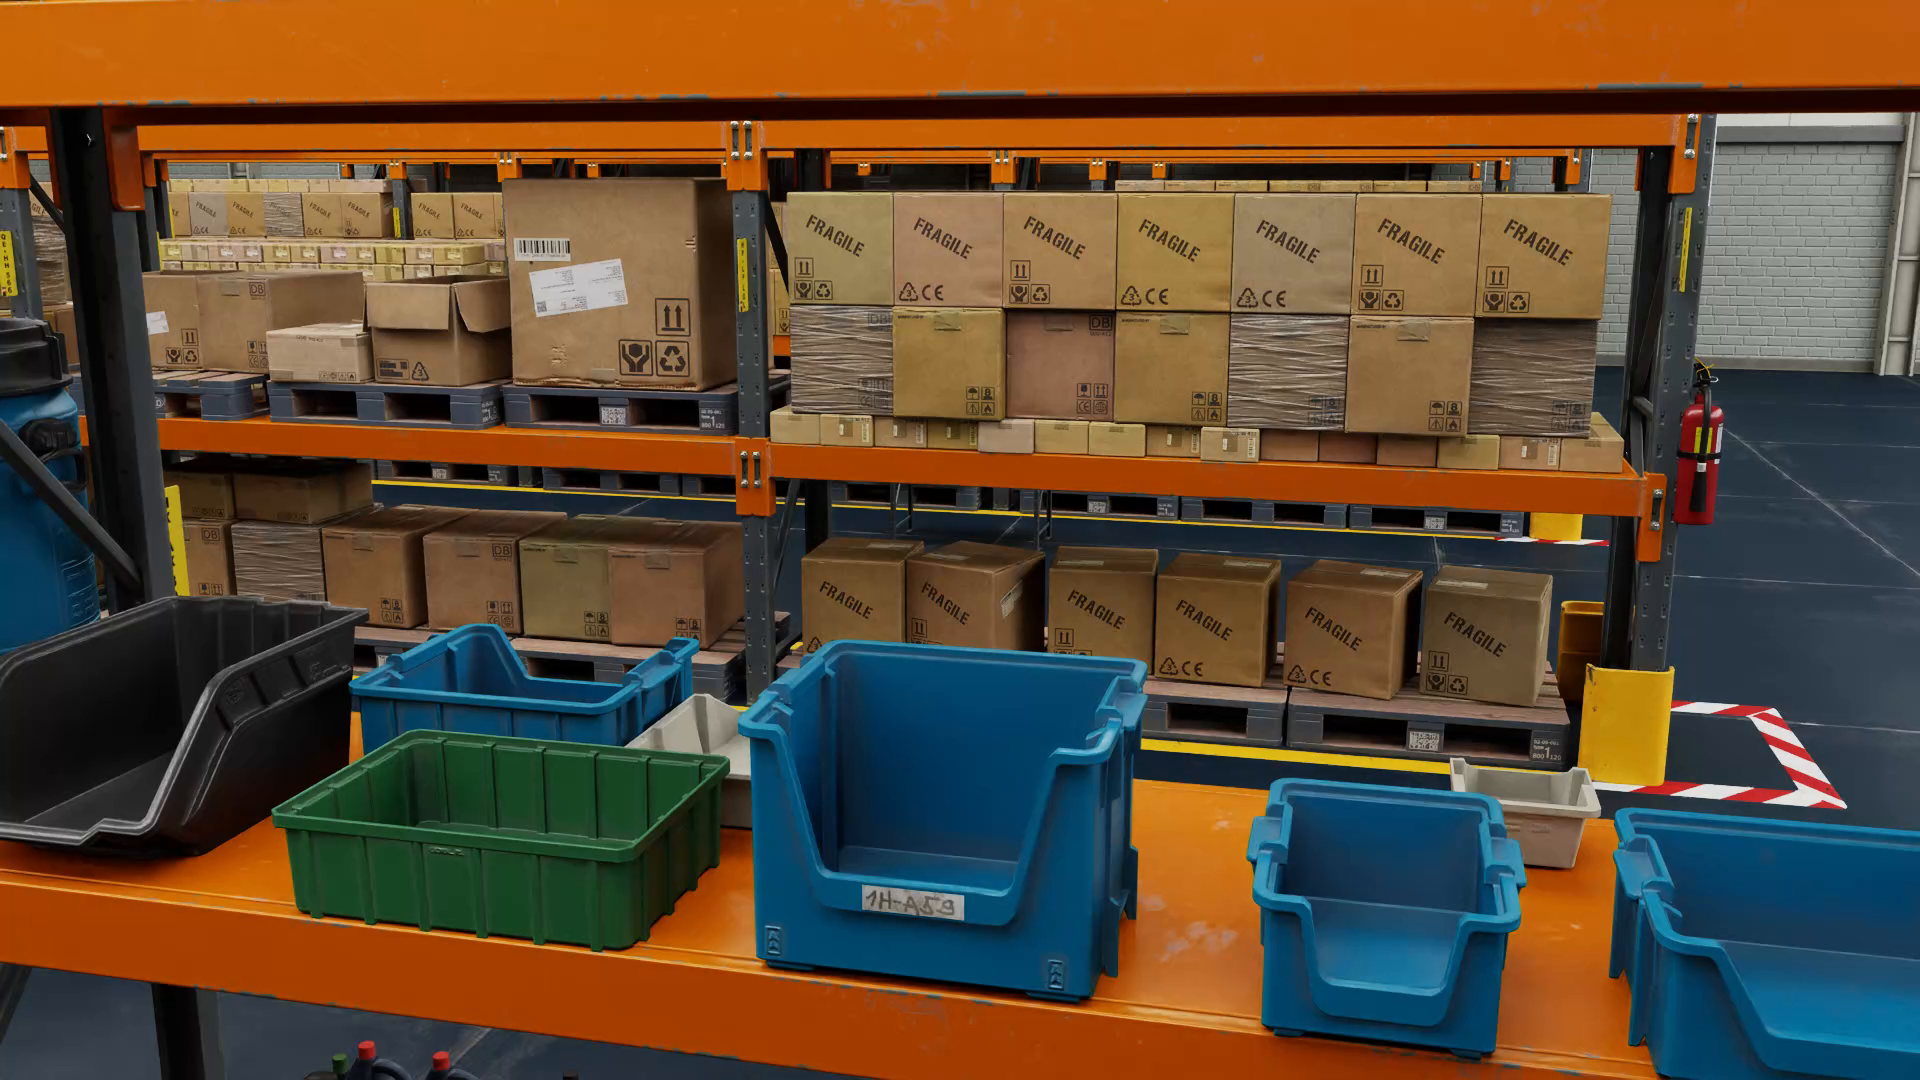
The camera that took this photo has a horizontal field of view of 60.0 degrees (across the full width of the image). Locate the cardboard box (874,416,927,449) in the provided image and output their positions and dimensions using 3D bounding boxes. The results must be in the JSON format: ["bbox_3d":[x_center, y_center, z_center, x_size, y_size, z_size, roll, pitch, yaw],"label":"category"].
[{"bbox_3d":[-0.231,-0.534,7.796,0.250,0.149,0.380,3,13,14],"label":"cardboard box"}]

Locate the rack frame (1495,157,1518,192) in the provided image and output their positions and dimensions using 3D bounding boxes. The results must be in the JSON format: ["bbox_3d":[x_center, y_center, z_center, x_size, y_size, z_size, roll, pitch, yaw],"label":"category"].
[{"bbox_3d":[5.401,-2.631,16.665,0.127,3.000,1.000,3,13,14],"label":"rack frame"}]

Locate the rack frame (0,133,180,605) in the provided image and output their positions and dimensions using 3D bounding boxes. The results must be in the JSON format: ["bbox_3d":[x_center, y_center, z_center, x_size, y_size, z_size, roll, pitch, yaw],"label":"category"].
[{"bbox_3d":[-4.740,-0.962,9.143,0.127,3.000,1.000,3,13,14],"label":"rack frame"}]

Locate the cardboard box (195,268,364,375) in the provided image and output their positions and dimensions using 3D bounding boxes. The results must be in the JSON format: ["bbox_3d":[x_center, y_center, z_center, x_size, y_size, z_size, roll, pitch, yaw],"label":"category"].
[{"bbox_3d":[-3.640,-1.188,8.963,0.500,0.500,0.700,5,13,22],"label":"cardboard box"}]

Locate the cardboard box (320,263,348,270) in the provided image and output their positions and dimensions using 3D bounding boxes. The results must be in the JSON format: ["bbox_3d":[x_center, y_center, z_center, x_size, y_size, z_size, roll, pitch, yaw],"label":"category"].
[{"bbox_3d":[-5.042,-2.210,13.694,0.250,0.149,0.380,3,13,13],"label":"cardboard box"}]

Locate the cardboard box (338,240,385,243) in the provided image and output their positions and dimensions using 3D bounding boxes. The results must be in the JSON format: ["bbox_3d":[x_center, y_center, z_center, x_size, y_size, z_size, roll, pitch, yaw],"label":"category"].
[{"bbox_3d":[-5.132,-2.505,14.336,0.250,0.149,0.380,3,13,15],"label":"cardboard box"}]

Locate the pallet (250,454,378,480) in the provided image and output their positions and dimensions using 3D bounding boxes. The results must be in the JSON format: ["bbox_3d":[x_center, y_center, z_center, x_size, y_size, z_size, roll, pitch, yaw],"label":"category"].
[{"bbox_3d":[-5.393,-0.743,14.594,1.213,0.211,1.003,3,13,14],"label":"pallet"}]

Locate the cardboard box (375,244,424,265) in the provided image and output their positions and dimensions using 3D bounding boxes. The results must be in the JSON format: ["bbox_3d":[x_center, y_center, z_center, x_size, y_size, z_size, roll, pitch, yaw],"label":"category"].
[{"bbox_3d":[-4.537,-2.328,13.540,0.250,0.149,0.380,3,13,15],"label":"cardboard box"}]

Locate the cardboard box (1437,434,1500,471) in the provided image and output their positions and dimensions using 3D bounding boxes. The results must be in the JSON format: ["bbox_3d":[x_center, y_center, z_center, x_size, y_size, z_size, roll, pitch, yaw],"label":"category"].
[{"bbox_3d":[2.203,-0.411,7.239,0.250,0.149,0.380,3,13,14],"label":"cardboard box"}]

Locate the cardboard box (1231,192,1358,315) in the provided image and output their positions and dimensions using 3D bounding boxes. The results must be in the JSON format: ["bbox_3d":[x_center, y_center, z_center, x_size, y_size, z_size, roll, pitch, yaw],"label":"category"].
[{"bbox_3d":[1.462,-1.257,7.246,0.500,0.500,0.500,3,13,14],"label":"cardboard box"}]

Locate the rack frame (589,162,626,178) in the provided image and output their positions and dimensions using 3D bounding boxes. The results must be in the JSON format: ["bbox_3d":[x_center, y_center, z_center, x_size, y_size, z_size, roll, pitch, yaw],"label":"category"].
[{"bbox_3d":[-5.064,-4.297,24.177,0.127,3.000,1.000,3,13,14],"label":"rack frame"}]

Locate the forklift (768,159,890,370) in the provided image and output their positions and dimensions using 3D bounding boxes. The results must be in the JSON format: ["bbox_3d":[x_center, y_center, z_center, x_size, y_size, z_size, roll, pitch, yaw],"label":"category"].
[{"bbox_3d":[-1.204,-2.377,15.682,3.031,2.935,1.130,2,13,10],"label":"forklift"}]

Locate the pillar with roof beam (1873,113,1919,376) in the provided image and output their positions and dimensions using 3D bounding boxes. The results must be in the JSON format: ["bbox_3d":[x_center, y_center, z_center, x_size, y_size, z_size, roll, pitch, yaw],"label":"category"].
[{"bbox_3d":[10.921,-5.612,16.254,0.400,9.000,9.100,3,13,14],"label":"pillar with roof beam"}]

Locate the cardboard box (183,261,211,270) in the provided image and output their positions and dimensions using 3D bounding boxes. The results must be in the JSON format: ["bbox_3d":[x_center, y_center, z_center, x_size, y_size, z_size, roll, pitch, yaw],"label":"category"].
[{"bbox_3d":[-6.309,-2.278,13.999,0.250,0.149,0.380,2,13,11],"label":"cardboard box"}]

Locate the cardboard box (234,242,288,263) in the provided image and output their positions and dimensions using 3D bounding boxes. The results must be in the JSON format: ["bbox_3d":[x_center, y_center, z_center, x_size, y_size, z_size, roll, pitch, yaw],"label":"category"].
[{"bbox_3d":[-5.809,-2.396,13.844,0.250,0.149,0.380,4,13,16],"label":"cardboard box"}]

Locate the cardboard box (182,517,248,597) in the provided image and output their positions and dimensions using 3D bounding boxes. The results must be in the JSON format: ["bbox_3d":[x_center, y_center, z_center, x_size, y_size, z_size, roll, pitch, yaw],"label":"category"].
[{"bbox_3d":[-4.085,0.074,9.229,0.500,0.500,0.700,2,13,11],"label":"cardboard box"}]

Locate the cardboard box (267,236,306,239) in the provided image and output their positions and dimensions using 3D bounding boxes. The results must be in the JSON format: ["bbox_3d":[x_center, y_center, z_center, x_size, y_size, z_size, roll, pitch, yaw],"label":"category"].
[{"bbox_3d":[-7.753,-3.321,19.546,0.500,0.500,0.500,3,13,13],"label":"cardboard box"}]

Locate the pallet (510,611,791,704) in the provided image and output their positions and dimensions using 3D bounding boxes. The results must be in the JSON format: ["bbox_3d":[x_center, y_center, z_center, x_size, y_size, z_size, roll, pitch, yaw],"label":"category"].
[{"bbox_3d":[-1.613,0.567,8.690,1.213,0.211,1.003,3,13,14],"label":"pallet"}]

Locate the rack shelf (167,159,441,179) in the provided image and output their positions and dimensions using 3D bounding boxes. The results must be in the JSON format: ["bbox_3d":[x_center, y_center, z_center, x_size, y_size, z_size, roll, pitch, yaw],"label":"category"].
[{"bbox_3d":[-8.191,-4.470,19.693,4.000,0.370,1.077,3,13,14],"label":"rack shelf"}]

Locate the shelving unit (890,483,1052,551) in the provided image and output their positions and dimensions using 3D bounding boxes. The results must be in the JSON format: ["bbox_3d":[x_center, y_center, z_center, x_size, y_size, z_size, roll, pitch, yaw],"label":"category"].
[{"bbox_3d":[0.083,-0.728,11.551,1.048,1.500,0.538,3,13,14],"label":"shelving unit"}]

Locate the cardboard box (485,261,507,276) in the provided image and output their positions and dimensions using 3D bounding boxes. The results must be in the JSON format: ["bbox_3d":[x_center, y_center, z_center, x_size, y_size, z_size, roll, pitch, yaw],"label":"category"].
[{"bbox_3d":[-3.875,-2.294,14.074,0.250,0.149,0.380,4,13,16],"label":"cardboard box"}]

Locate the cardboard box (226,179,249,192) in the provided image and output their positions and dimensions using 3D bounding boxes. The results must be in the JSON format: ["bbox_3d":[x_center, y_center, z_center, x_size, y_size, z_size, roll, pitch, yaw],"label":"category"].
[{"bbox_3d":[-8.359,-4.148,19.470,0.250,0.149,0.380,3,13,12],"label":"cardboard box"}]

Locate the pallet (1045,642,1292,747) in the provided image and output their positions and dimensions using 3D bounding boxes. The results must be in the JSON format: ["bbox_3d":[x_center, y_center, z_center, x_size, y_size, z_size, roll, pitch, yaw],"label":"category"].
[{"bbox_3d":[0.992,0.697,8.103,1.213,0.211,1.003,3,13,14],"label":"pallet"}]

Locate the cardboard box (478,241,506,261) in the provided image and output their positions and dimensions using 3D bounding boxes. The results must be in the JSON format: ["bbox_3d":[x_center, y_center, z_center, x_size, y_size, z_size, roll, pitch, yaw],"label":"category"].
[{"bbox_3d":[-3.860,-2.437,14.031,0.250,0.149,0.380,3,13,14],"label":"cardboard box"}]

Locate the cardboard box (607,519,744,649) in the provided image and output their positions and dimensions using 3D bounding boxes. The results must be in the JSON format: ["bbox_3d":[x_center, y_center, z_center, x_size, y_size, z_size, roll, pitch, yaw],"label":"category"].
[{"bbox_3d":[-1.448,0.215,8.595,0.500,0.500,0.700,2,13,9],"label":"cardboard box"}]

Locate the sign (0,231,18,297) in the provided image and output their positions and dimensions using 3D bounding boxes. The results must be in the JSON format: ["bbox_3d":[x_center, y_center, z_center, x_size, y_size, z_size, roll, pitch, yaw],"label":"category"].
[{"bbox_3d":[-4.870,-1.410,8.491,0.005,0.325,0.100,3,13,14],"label":"sign"}]

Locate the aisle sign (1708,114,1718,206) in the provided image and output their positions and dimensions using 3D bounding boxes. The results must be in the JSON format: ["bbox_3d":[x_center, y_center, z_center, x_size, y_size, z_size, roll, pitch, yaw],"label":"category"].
[{"bbox_3d":[3.015,-1.749,6.692,0.004,0.787,0.394,3,13,14],"label":"aisle sign"}]

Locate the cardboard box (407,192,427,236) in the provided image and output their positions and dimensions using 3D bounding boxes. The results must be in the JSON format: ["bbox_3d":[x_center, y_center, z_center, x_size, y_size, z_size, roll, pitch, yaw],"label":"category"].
[{"bbox_3d":[-6.654,-3.866,19.694,0.500,0.500,0.500,3,13,14],"label":"cardboard box"}]

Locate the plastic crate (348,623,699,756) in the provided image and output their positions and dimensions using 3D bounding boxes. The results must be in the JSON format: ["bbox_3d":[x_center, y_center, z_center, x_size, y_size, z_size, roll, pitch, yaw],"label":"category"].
[{"bbox_3d":[-0.904,0.360,3.528,0.616,0.251,0.499,3,13,14],"label":"plastic crate"}]

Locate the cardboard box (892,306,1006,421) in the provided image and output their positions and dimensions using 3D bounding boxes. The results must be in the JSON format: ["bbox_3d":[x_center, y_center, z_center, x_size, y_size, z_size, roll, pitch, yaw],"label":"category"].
[{"bbox_3d":[0.042,-0.878,7.850,0.500,0.500,0.875,3,13,14],"label":"cardboard box"}]

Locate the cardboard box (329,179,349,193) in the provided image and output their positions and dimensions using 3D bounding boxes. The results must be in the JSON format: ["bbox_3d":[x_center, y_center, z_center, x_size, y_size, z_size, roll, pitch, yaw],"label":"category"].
[{"bbox_3d":[-7.094,-4.107,19.285,0.250,0.149,0.380,3,13,14],"label":"cardboard box"}]

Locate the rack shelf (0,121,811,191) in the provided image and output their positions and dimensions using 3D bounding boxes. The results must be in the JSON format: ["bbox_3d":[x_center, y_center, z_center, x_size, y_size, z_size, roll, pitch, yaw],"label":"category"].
[{"bbox_3d":[-2.798,-1.971,8.428,4.000,0.370,1.077,3,13,14],"label":"rack shelf"}]

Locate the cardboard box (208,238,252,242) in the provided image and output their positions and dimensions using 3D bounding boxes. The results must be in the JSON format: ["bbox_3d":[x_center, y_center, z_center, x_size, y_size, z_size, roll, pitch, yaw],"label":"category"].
[{"bbox_3d":[-6.389,-2.573,14.640,0.250,0.149,0.380,3,13,12],"label":"cardboard box"}]

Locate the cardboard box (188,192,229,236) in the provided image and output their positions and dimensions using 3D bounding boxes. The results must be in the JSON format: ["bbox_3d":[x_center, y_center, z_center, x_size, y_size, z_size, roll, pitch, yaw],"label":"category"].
[{"bbox_3d":[-8.730,-3.863,19.679,0.500,0.500,0.500,3,13,13],"label":"cardboard box"}]

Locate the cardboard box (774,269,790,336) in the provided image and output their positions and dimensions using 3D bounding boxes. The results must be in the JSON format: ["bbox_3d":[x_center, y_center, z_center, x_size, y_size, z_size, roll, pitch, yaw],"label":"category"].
[{"bbox_3d":[-1.122,-1.864,12.979,0.500,0.500,0.500,3,13,14],"label":"cardboard box"}]

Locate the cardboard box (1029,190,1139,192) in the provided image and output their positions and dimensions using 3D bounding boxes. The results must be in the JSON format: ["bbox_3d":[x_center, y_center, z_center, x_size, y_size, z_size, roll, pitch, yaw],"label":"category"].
[{"bbox_3d":[0.617,-1.419,7.978,0.500,0.500,0.500,3,13,14],"label":"cardboard box"}]

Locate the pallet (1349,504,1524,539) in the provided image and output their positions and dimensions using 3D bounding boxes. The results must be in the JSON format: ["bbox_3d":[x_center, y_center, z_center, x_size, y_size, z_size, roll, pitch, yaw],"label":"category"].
[{"bbox_3d":[3.518,-0.248,12.364,1.213,0.211,1.003,3,13,14],"label":"pallet"}]

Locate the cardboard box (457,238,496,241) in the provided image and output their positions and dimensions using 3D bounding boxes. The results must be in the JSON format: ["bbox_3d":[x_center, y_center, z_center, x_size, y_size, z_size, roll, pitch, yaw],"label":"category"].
[{"bbox_3d":[-5.377,-3.321,18.968,0.500,0.250,0.500,3,13,14],"label":"cardboard box"}]

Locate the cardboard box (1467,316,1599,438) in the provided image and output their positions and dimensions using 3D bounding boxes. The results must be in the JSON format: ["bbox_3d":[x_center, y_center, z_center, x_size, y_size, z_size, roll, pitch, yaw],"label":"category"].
[{"bbox_3d":[2.499,-0.775,7.384,0.500,0.500,0.875,3,13,14],"label":"cardboard box"}]

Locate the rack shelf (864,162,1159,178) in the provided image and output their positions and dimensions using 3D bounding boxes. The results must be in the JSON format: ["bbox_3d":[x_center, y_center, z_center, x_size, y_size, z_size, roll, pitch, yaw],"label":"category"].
[{"bbox_3d":[0.762,-5.099,22.527,4.000,0.370,1.077,3,13,14],"label":"rack shelf"}]

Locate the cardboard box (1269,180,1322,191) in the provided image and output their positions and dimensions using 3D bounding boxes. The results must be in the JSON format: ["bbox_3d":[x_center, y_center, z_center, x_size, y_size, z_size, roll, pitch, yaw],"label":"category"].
[{"bbox_3d":[3.393,-3.381,16.822,0.500,0.500,0.700,3,13,13],"label":"cardboard box"}]

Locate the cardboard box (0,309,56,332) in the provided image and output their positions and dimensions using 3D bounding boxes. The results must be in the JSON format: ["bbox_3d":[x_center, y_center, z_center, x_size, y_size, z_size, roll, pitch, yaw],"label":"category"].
[{"bbox_3d":[-5.279,-0.984,9.013,0.500,0.500,0.500,3,13,15],"label":"cardboard box"}]

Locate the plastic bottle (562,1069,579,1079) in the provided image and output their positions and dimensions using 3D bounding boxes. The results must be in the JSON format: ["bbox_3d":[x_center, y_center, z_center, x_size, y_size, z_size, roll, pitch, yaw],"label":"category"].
[{"bbox_3d":[-0.849,1.365,3.754,0.185,0.351,0.144,3,13,13],"label":"plastic bottle"}]

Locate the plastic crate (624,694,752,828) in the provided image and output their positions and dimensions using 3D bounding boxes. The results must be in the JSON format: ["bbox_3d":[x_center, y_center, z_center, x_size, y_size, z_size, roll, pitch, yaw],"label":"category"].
[{"bbox_3d":[-0.406,0.447,3.402,0.437,0.136,0.530,3,13,14],"label":"plastic crate"}]

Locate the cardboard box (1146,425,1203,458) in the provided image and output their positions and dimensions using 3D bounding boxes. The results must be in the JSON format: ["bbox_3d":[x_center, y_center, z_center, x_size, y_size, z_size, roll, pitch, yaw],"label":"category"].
[{"bbox_3d":[0.993,-0.479,7.546,0.250,0.149,0.380,3,13,14],"label":"cardboard box"}]

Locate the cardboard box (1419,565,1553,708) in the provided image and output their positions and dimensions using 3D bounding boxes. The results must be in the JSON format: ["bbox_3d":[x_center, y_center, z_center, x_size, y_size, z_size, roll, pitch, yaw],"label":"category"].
[{"bbox_3d":[2.425,0.433,7.659,0.500,0.500,0.500,6,14,24],"label":"cardboard box"}]

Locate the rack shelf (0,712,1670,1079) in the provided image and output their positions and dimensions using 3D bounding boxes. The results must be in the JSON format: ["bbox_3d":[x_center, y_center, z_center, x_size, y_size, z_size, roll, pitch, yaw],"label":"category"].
[{"bbox_3d":[-0.102,0.742,3.123,4.000,0.370,1.077,3,13,14],"label":"rack shelf"}]

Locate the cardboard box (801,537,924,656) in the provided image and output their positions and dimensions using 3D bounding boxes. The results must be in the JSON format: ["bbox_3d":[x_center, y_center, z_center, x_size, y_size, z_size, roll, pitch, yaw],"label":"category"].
[{"bbox_3d":[-0.478,0.290,8.301,0.500,0.500,0.500,3,13,12],"label":"cardboard box"}]

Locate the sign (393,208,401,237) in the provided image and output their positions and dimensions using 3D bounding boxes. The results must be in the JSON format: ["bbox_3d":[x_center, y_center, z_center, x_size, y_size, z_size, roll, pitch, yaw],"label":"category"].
[{"bbox_3d":[-6.381,-3.598,18.843,0.005,0.325,0.100,3,13,14],"label":"sign"}]

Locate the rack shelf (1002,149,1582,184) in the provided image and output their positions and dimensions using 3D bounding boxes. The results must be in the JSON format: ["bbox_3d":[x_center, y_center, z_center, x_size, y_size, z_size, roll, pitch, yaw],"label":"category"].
[{"bbox_3d":[2.372,-2.801,12.170,4.000,0.370,1.077,3,13,14],"label":"rack shelf"}]

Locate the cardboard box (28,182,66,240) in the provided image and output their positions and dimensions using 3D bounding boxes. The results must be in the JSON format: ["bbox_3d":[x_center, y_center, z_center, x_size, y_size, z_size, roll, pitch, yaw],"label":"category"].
[{"bbox_3d":[-7.858,-2.857,14.459,0.500,0.500,0.500,3,13,12],"label":"cardboard box"}]
